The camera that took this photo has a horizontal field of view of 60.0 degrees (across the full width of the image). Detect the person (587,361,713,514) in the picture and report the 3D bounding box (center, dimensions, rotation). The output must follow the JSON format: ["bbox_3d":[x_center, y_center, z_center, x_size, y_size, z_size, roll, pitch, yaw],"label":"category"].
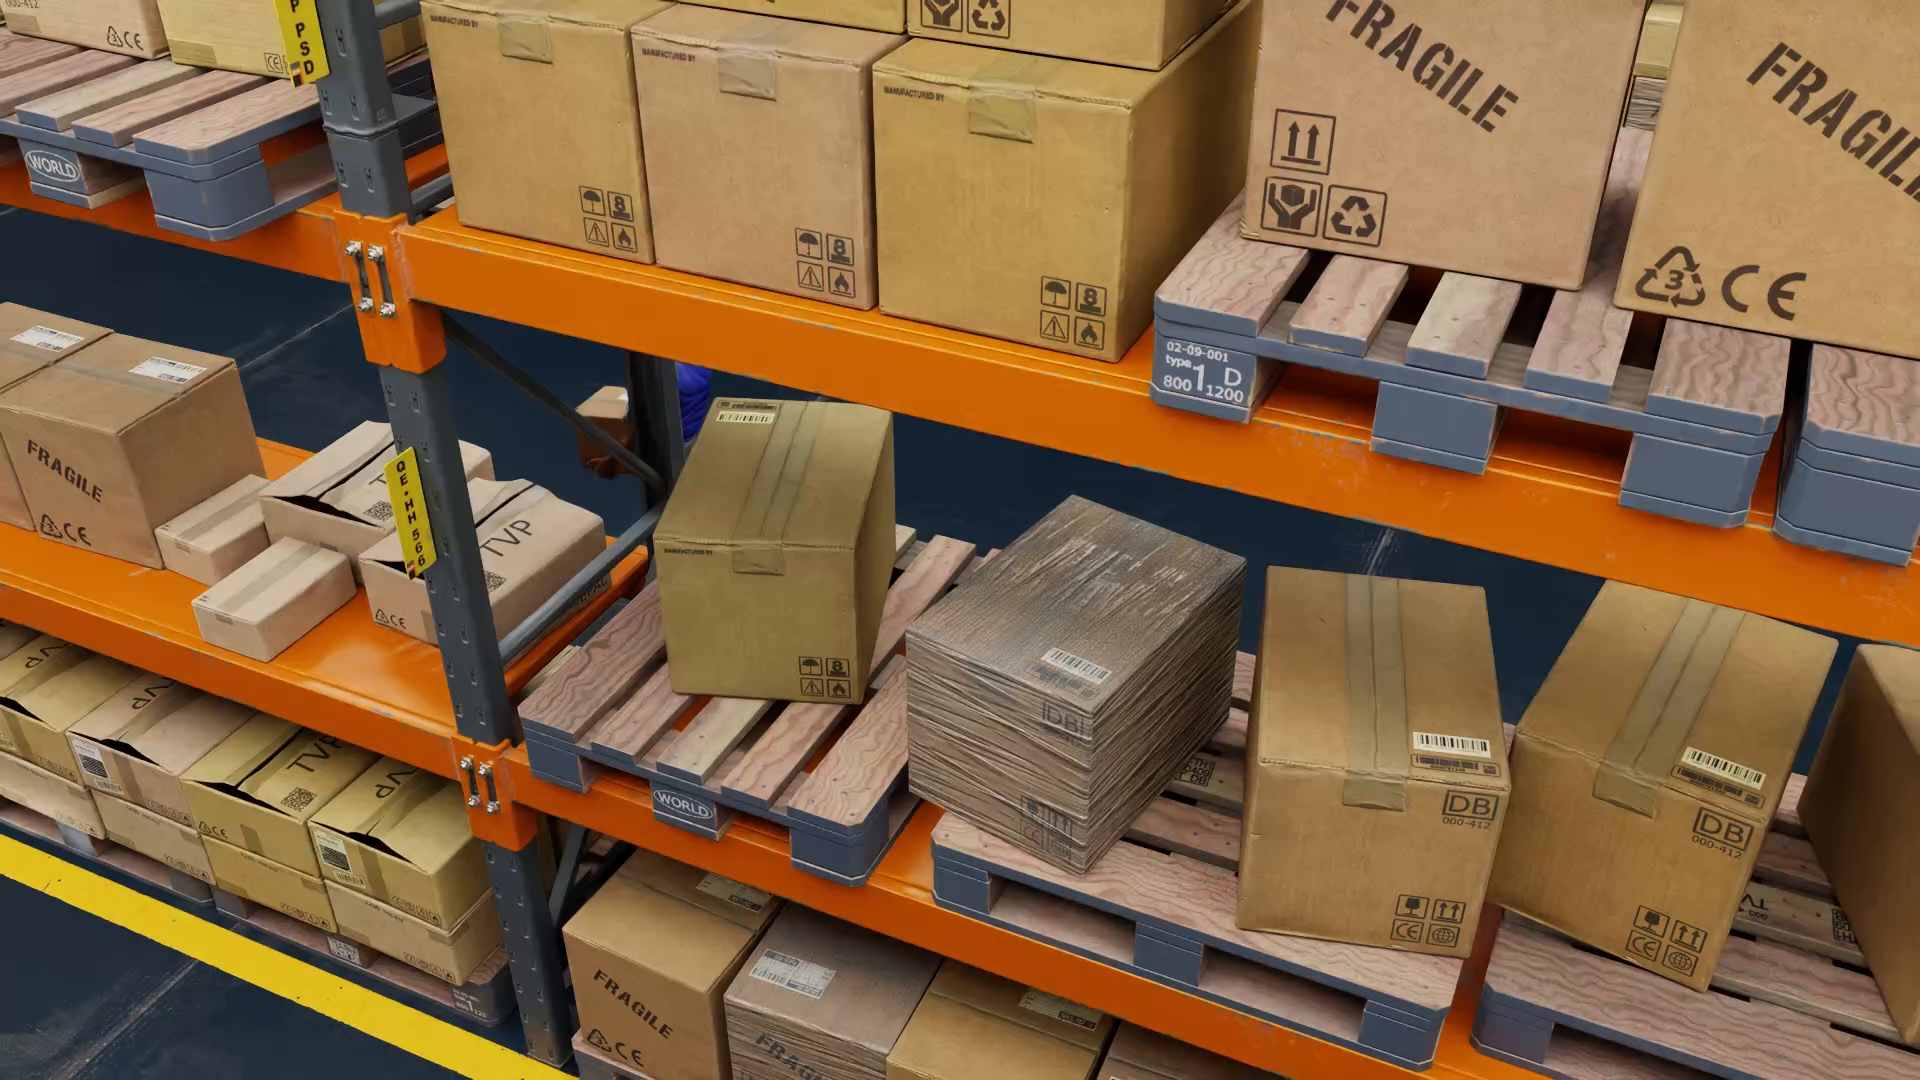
[{"bbox_3d":[-1.178,-0.268,6.554,0.504,1.656,0.435,14,36,19],"label":"person"}]
